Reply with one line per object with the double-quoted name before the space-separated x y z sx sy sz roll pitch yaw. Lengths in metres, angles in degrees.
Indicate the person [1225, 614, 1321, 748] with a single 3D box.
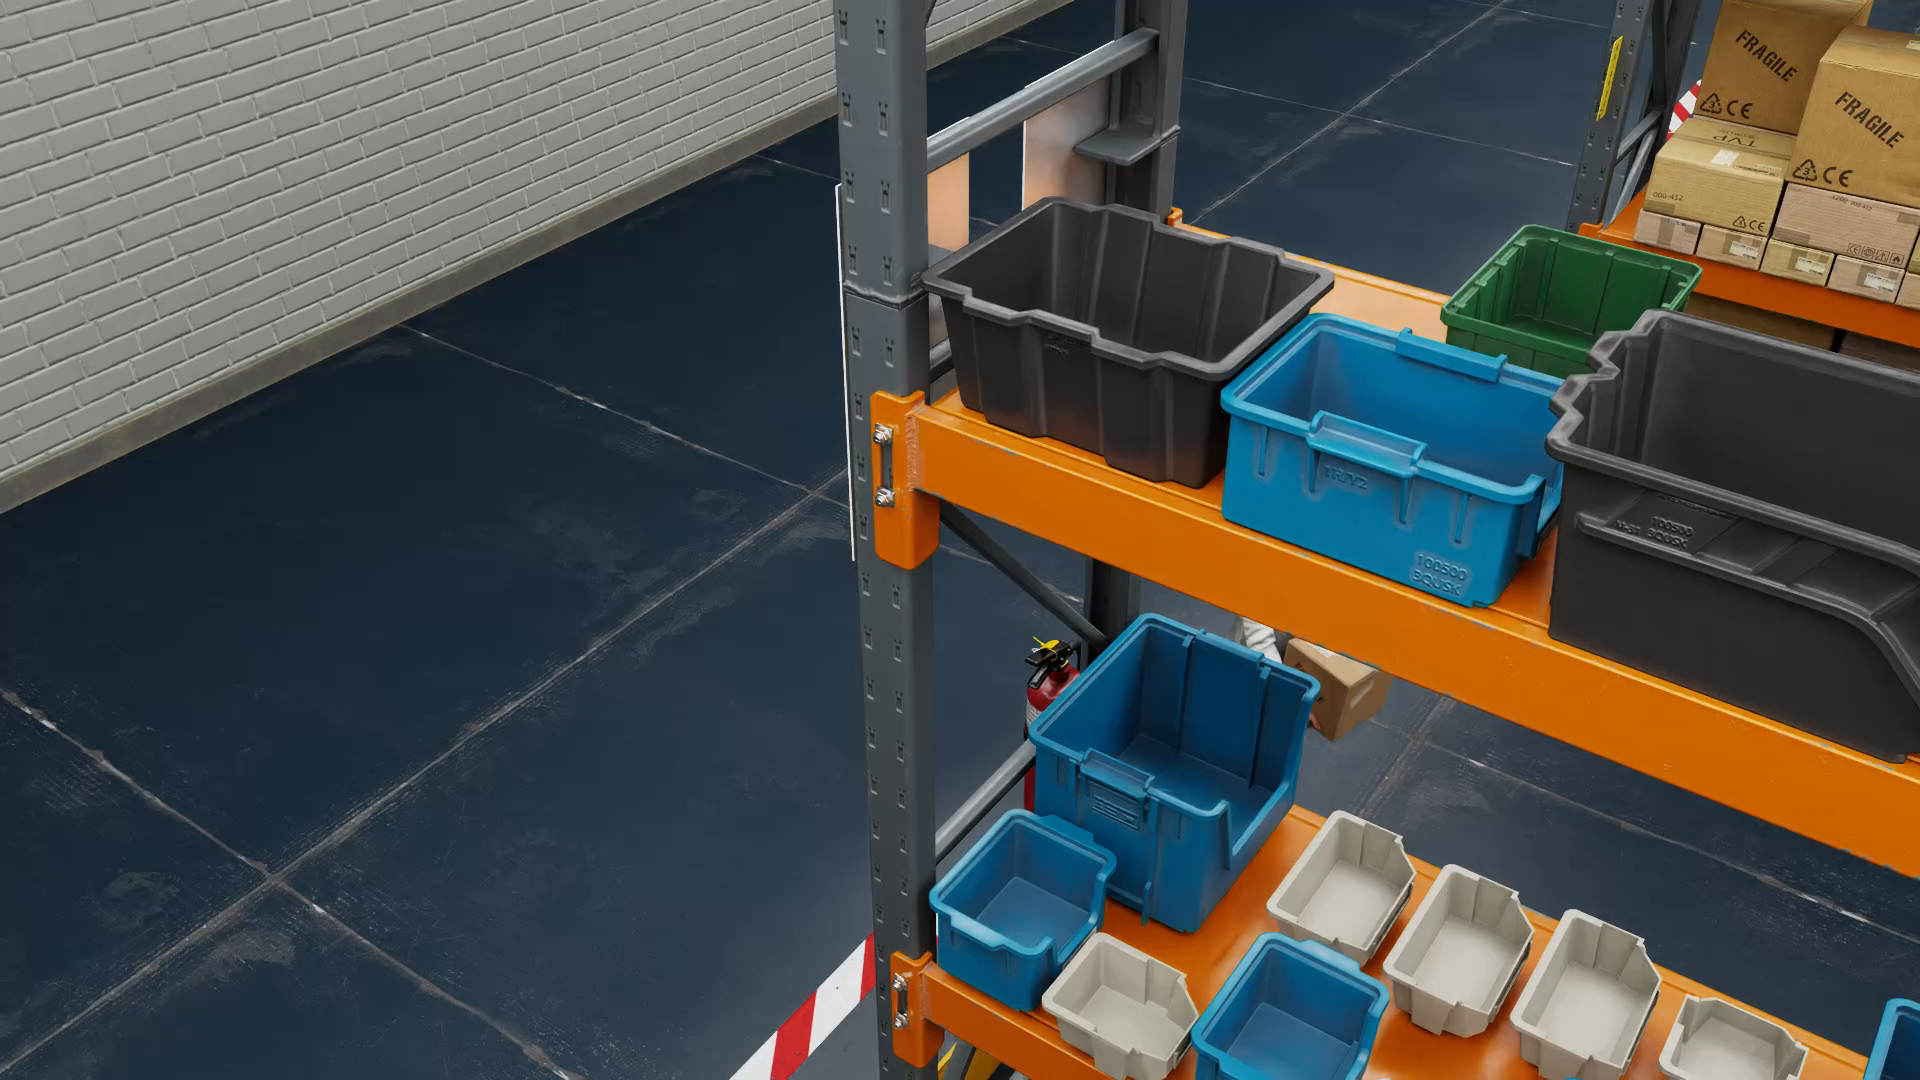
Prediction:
"person" 1.075 0.488 5.462 0.406 1.588 0.495 -26 42 -32
